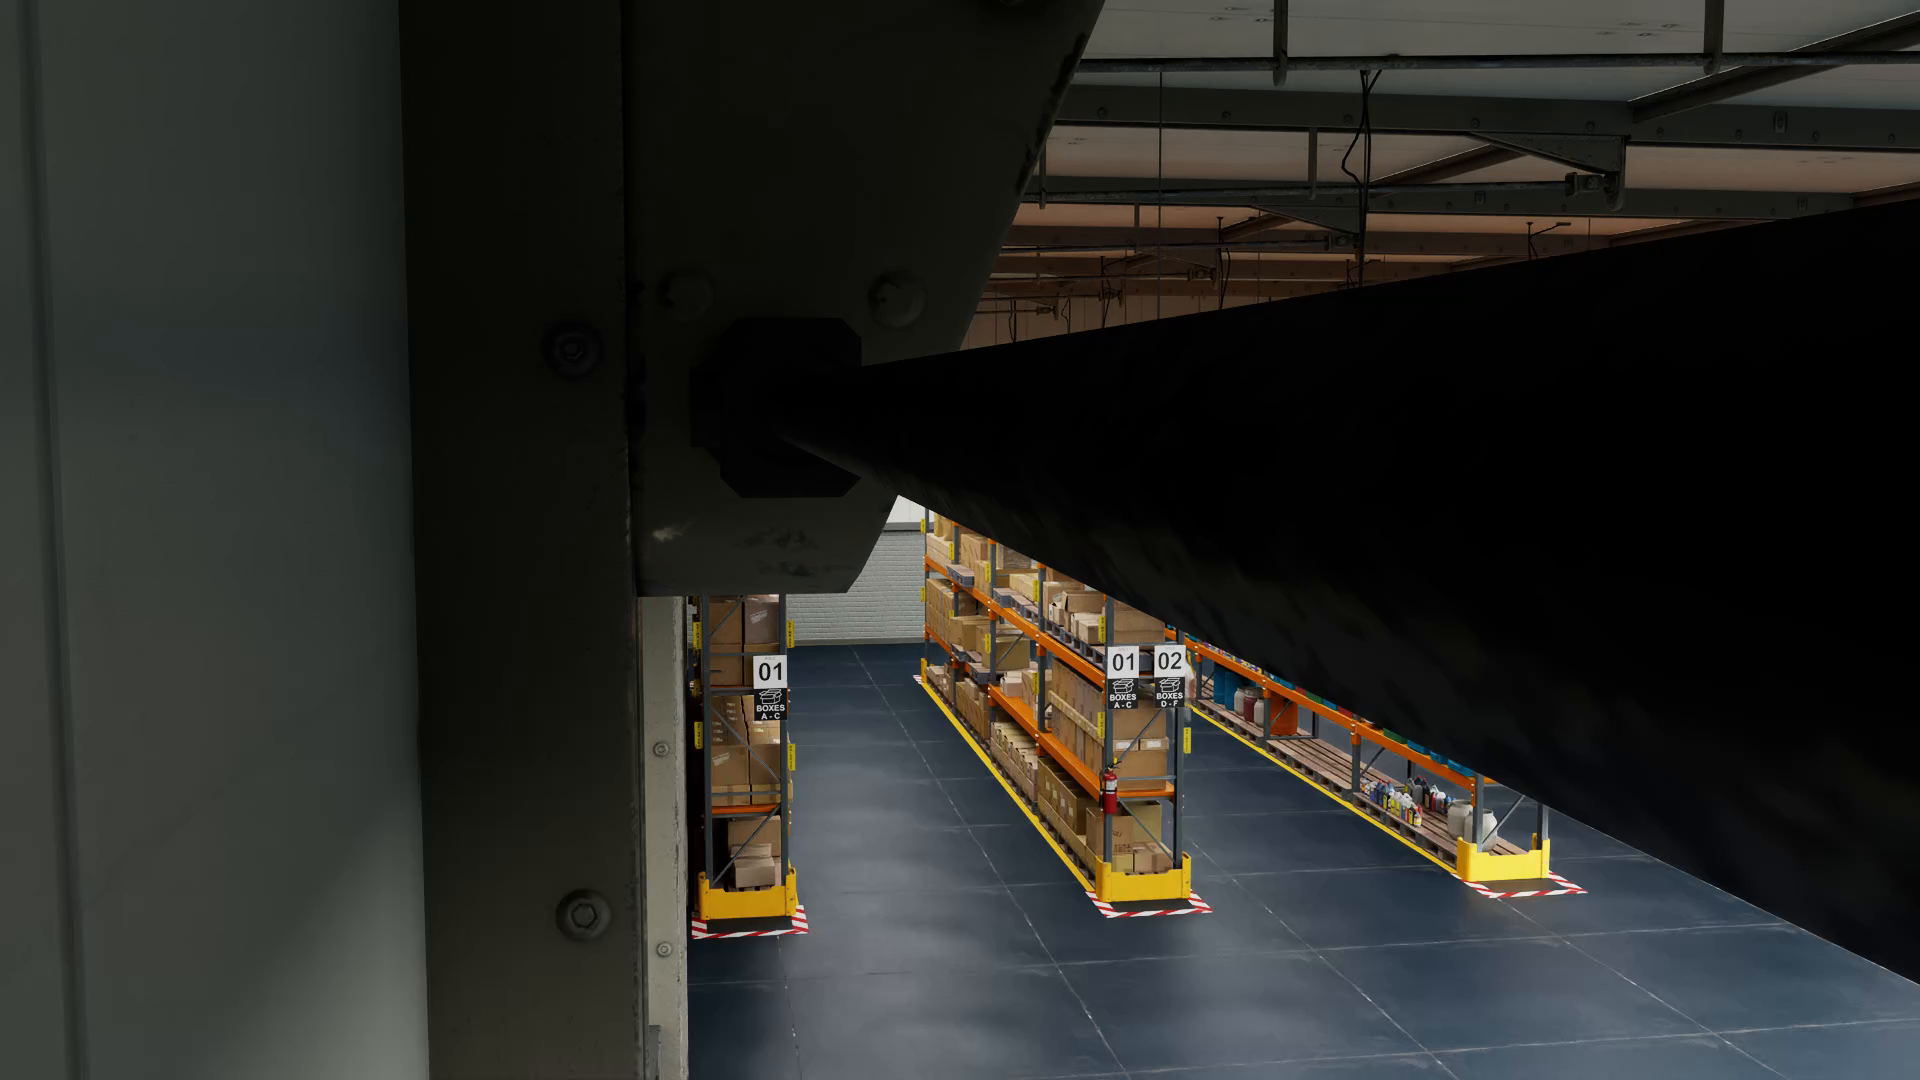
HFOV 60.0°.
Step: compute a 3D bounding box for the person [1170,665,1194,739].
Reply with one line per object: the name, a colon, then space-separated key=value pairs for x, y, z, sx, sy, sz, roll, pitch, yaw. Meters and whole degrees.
person: x=3.912 y=2.838 z=29.845 sx=0.704 sy=1.726 sz=0.570 roll=-1 pitch=5 yaw=-9
